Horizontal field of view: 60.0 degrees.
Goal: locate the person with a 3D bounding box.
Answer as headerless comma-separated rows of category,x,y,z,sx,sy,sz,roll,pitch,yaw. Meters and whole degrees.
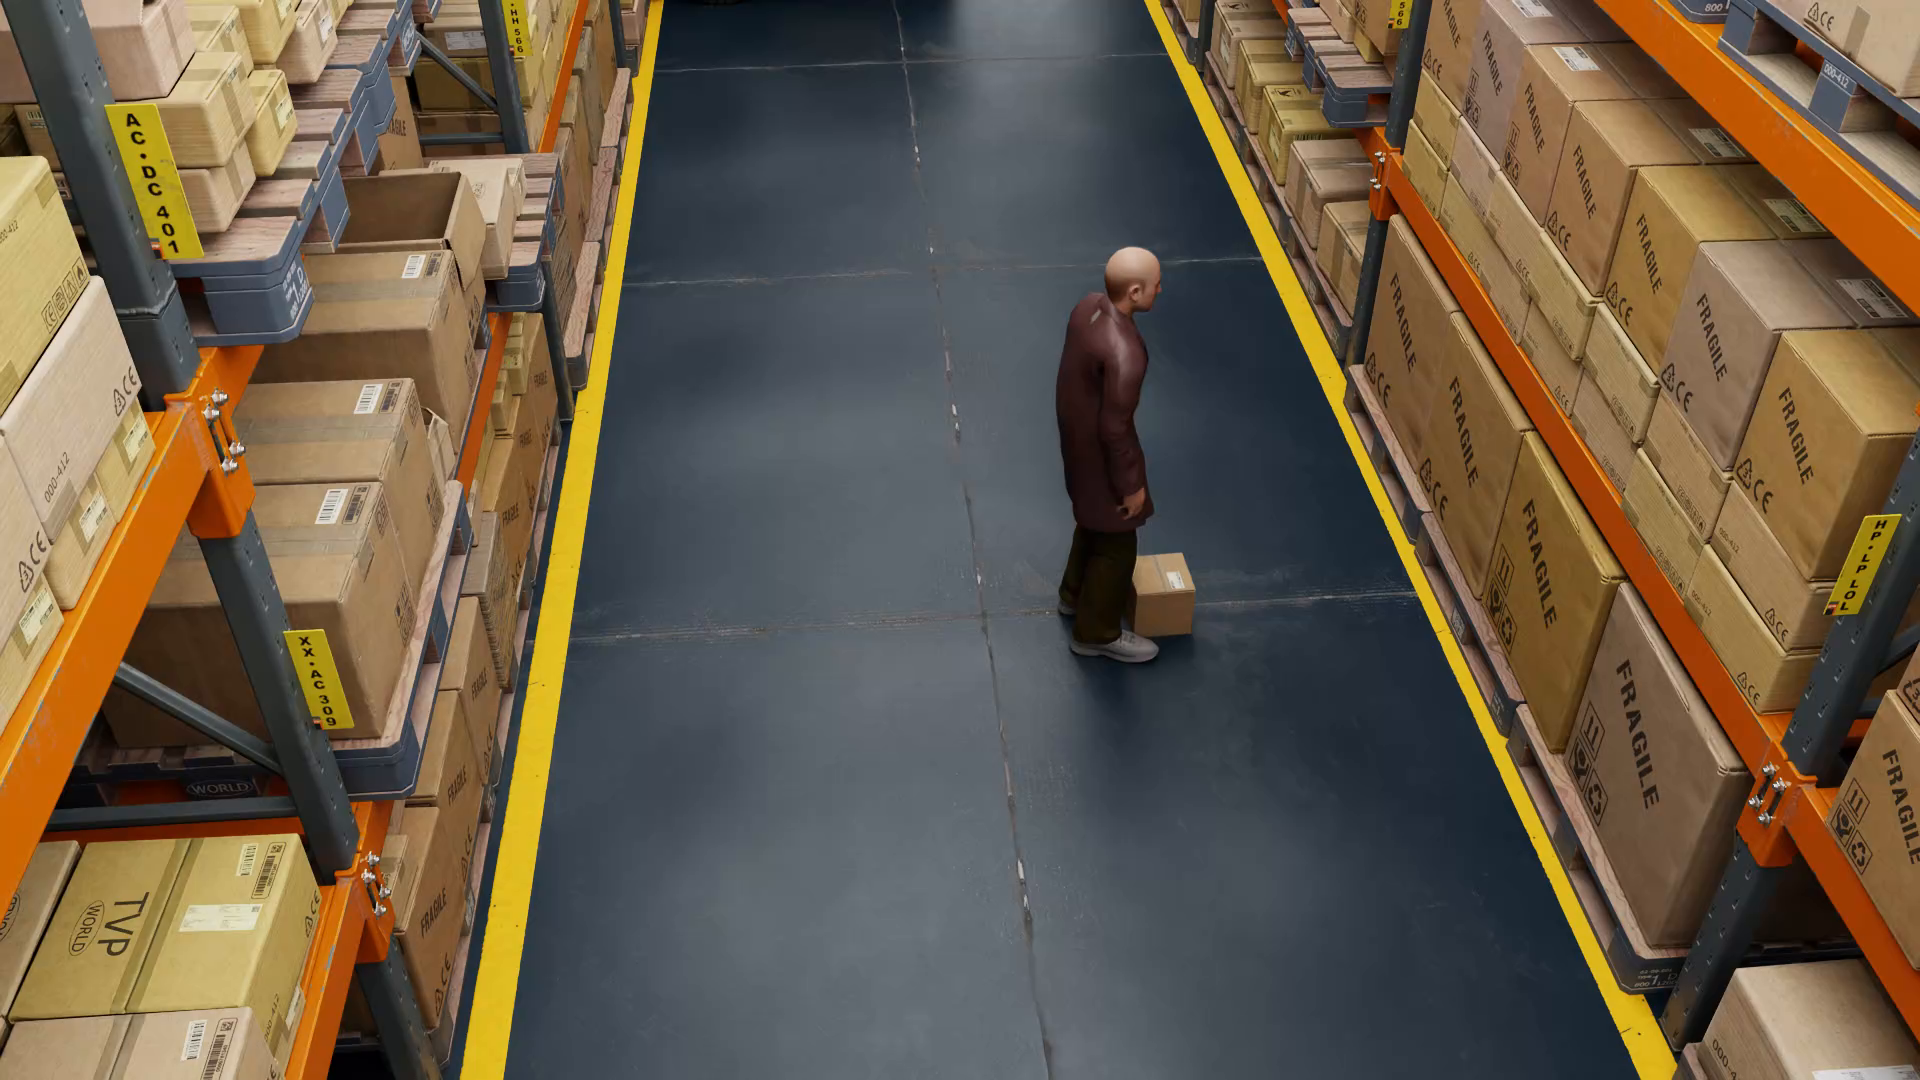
person,0.594,-0.338,6.589,0.425,1.773,0.645,-5,39,-6
